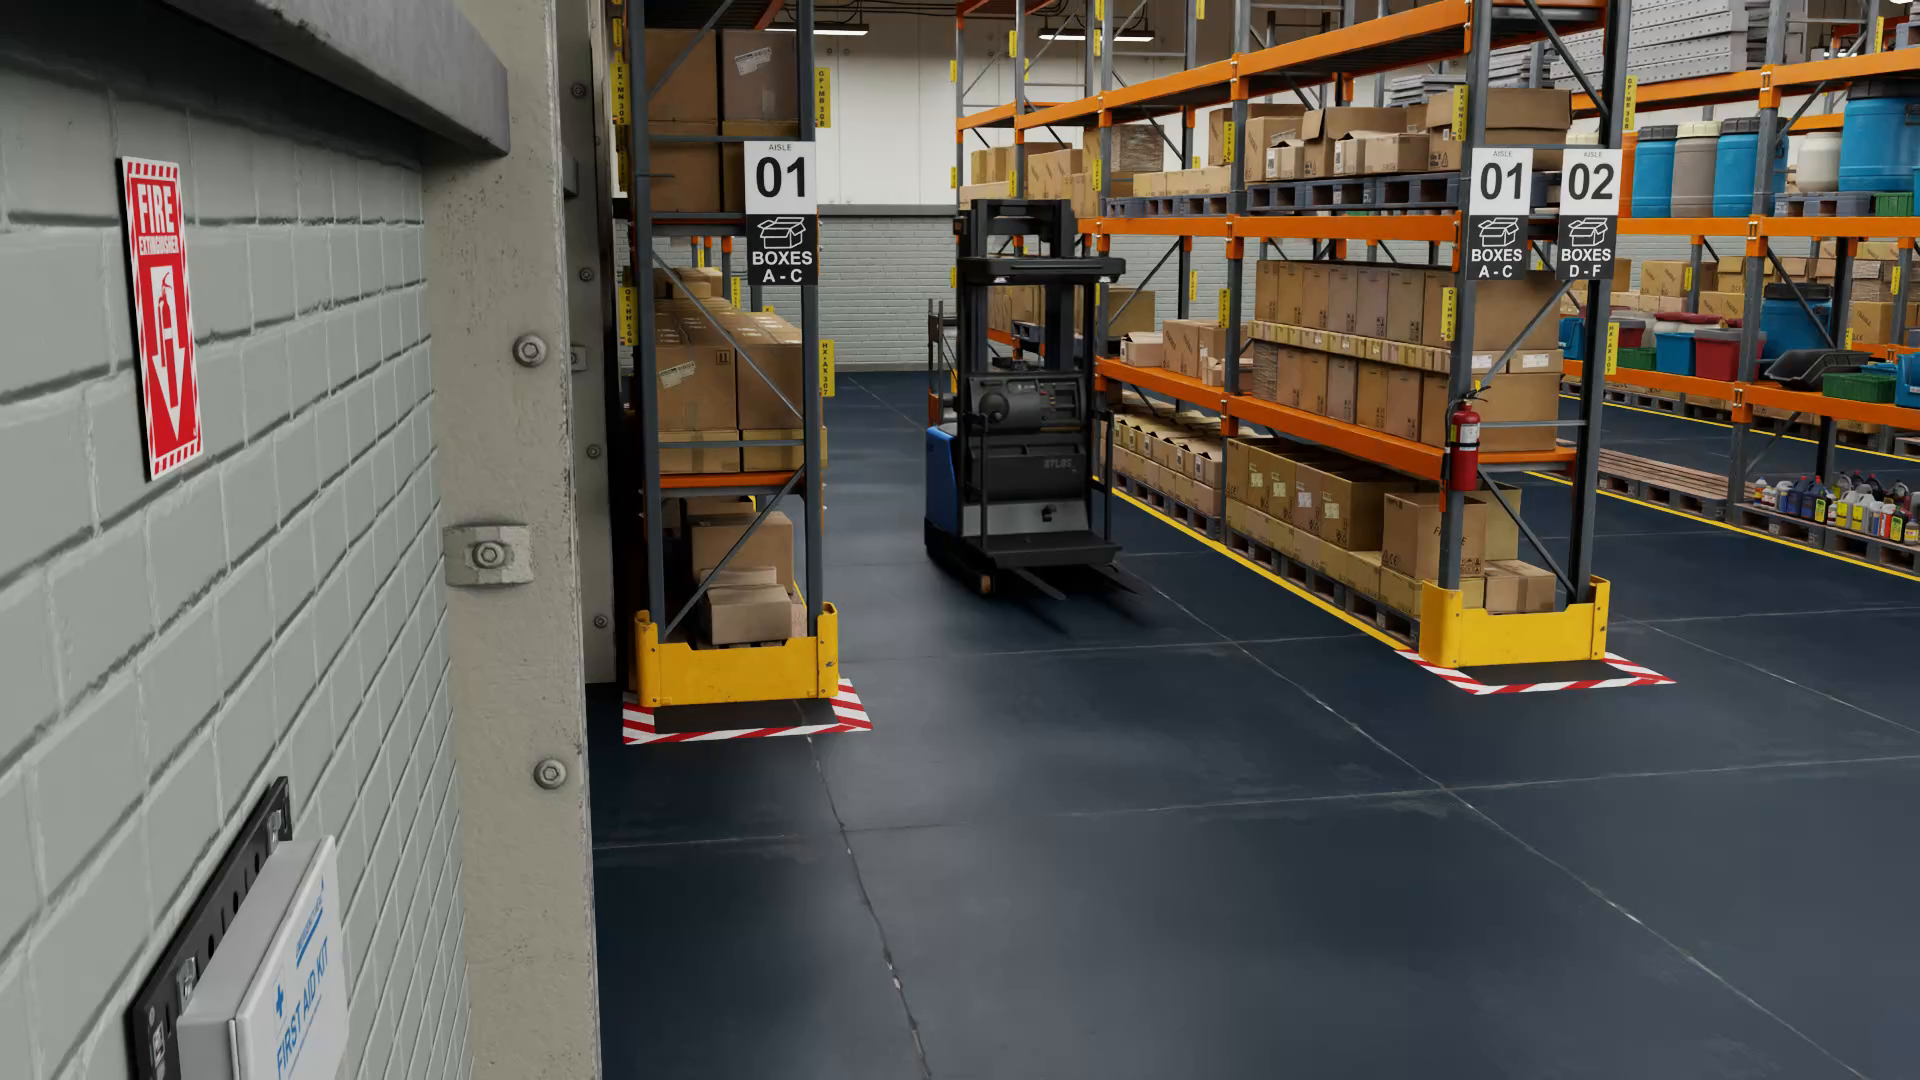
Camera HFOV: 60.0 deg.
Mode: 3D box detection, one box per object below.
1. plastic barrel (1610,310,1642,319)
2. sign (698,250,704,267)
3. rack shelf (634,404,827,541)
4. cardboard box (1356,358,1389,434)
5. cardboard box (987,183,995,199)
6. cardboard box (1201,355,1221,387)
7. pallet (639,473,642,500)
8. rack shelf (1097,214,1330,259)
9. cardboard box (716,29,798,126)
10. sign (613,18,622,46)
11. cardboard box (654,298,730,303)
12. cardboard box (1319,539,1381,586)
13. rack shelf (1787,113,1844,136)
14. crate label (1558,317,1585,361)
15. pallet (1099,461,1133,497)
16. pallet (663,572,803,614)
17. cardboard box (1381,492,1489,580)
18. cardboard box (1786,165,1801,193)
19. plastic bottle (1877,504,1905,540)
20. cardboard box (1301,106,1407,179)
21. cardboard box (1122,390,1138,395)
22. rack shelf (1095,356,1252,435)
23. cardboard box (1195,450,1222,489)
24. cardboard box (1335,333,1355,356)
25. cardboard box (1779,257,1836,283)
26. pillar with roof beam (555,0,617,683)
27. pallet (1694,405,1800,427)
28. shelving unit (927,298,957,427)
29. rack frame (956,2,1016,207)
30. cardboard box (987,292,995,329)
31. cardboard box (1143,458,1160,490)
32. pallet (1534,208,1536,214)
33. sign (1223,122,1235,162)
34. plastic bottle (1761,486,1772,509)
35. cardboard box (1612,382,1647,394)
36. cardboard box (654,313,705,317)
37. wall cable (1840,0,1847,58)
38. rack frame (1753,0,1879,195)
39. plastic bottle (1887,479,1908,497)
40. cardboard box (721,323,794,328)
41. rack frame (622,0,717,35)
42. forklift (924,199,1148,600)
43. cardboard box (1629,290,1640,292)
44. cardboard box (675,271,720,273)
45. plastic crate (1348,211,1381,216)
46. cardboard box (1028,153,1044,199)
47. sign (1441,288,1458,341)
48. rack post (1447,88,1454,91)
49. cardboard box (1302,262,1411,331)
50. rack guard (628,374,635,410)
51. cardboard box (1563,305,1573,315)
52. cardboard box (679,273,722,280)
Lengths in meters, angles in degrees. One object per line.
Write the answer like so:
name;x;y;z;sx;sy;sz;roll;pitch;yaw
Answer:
plastic barrel;7.268;-2.244;18.167;0.421;0.512;0.421;0;11;0
sign;-3.881;-4.180;24.904;0.100;0.325;0.005;-2;11;-11
rack shelf;-1.693;-0.556;11.521;1.077;0.370;4.000;-2;11;-11
cardboard box;3.279;-1.046;11.904;0.700;0.500;0.500;-2;11;-11
cardboard box;0.671;-4.833;23.108;0.500;0.250;0.500;-2;11;-11
cardboard box;2.425;-1.546;15.156;0.396;0.266;0.258;-2;11;-12
pallet;-2.709;-0.497;16.743;1.003;0.211;1.213;-2;11;-11
rack shelf;2.388;-2.944;16.045;1.077;0.370;4.000;-2;11;-11
cardboard box;-1.141;-2.646;9.559;0.500;0.500;0.500;-3;11;-15
sign;-4.187;-6.212;20.344;0.100;0.325;0.005;-2;11;-11
cardboard box;-2.623;-2.088;16.200;0.700;0.500;0.500;-3;11;-16
cardboard box;2.952;0.150;12.116;0.500;0.250;0.500;-2;11;-11
rack shelf;11.327;-5.315;21.545;1.077;0.370;4.000;-2;11;-11
crate label;6.786;-2.196;18.116;0.502;0.435;0.616;-2;11;-11
pallet;2.120;-0.669;17.645;1.003;0.211;1.213;-2;11;-11
pallet;-1.676;0.439;11.823;1.003;0.211;1.213;-2;11;-11
cardboard box;3.158;-0.035;11.084;0.500;0.500;0.500;-2;11;-11
cardboard box;11.298;-4.655;21.709;0.797;0.503;0.637;-2;11;-12
plastic bottle;7.605;-0.149;13.567;0.152;0.276;0.135;-2;11;-11
cardboard box;2.973;-2.950;12.377;0.797;0.503;0.637;-1;11;-5
cardboard box;1.884;-1.557;20.361;0.500;0.500;0.500;-3;11;-13
rack shelf;2.388;-1.471;16.325;1.077;0.370;4.000;-2;11;-11
cardboard box;2.417;-0.652;14.832;0.500;0.311;0.500;-2;11;-11
cardboard box;2.990;-1.439;12.232;0.380;0.149;0.250;-2;11;-12
cardboard box;11.329;-3.470;21.952;0.797;0.503;0.637;-2;11;-9
pillar with roof beam;1.934;-3.743;10.297;9.100;9.000;0.400;-2;11;-11
pallet;11.162;-1.776;23.460;1.003;0.211;1.213;-2;11;-11
shelving unit;-0.032;-1.062;14.660;0.431;2.100;0.503;-2;11;-11
rack frame;0.443;-6.605;25.333;1.000;3.000;0.127;-2;11;-11
cardboard box;0.668;-3.245;23.454;0.500;0.500;0.500;-2;11;-10
cardboard box;2.117;-0.658;16.364;0.500;0.250;0.500;-2;11;-10
pallet;6.805;-3.895;19.621;1.003;0.211;1.213;-2;11;-11
sign;2.246;-3.318;13.860;0.100;0.325;0.005;-2;11;-11
plastic bottle;7.288;-0.385;15.005;0.097;0.201;0.097;0;11;0
cardboard box;10.714;-2.736;25.607;0.875;0.875;0.875;-2;11;-11
cardboard box;-2.195;-1.487;12.830;0.500;0.500;0.500;-2;11;-12
wall cable;16.981;-11.249;33.684;2.355;3.000;0.029;-2;11;-11
rack frame;7.636;-4.584;14.713;1.000;3.000;0.127;-2;11;-11
plastic bottle;8.144;-0.350;14.419;0.144;0.351;0.185;-2;11;-11
cardboard box;-1.395;-1.226;11.458;0.500;0.500;0.500;-2;11;-9
rack frame;-2.860;-4.957;16.674;1.000;3.000;0.127;-2;11;-11
forklift;0.582;-1.105;12.663;1.130;2.935;3.031;-3;11;-15
cardboard box;10.712;-3.825;26.374;0.500;0.250;0.500;-3;11;-13
cardboard box;-3.007;-2.960;19.102;0.500;0.250;0.500;-2;11;-12
plastic crate;5.701;-4.540;23.072;0.450;0.188;0.662;-2;11;-11
cardboard box;1.246;-4.608;21.202;0.600;0.600;0.600;-3;11;-16
sign;3.020;-1.392;10.256;0.100;0.325;0.005;-2;11;-11
rack post;6.599;-5.439;20.542;0.937;0.300;0.954;-1;11;-5
cardboard box;3.065;-1.878;12.804;0.700;0.500;0.500;-2;11;-11
rack guard;-4.420;-2.254;25.201;1.175;0.500;0.348;-2;11;-11
cardboard box;10.007;-3.723;26.908;0.380;0.149;0.250;-2;11;-12
cardboard box;-2.801;-2.775;18.131;0.500;0.250;0.500;-2;11;-12
